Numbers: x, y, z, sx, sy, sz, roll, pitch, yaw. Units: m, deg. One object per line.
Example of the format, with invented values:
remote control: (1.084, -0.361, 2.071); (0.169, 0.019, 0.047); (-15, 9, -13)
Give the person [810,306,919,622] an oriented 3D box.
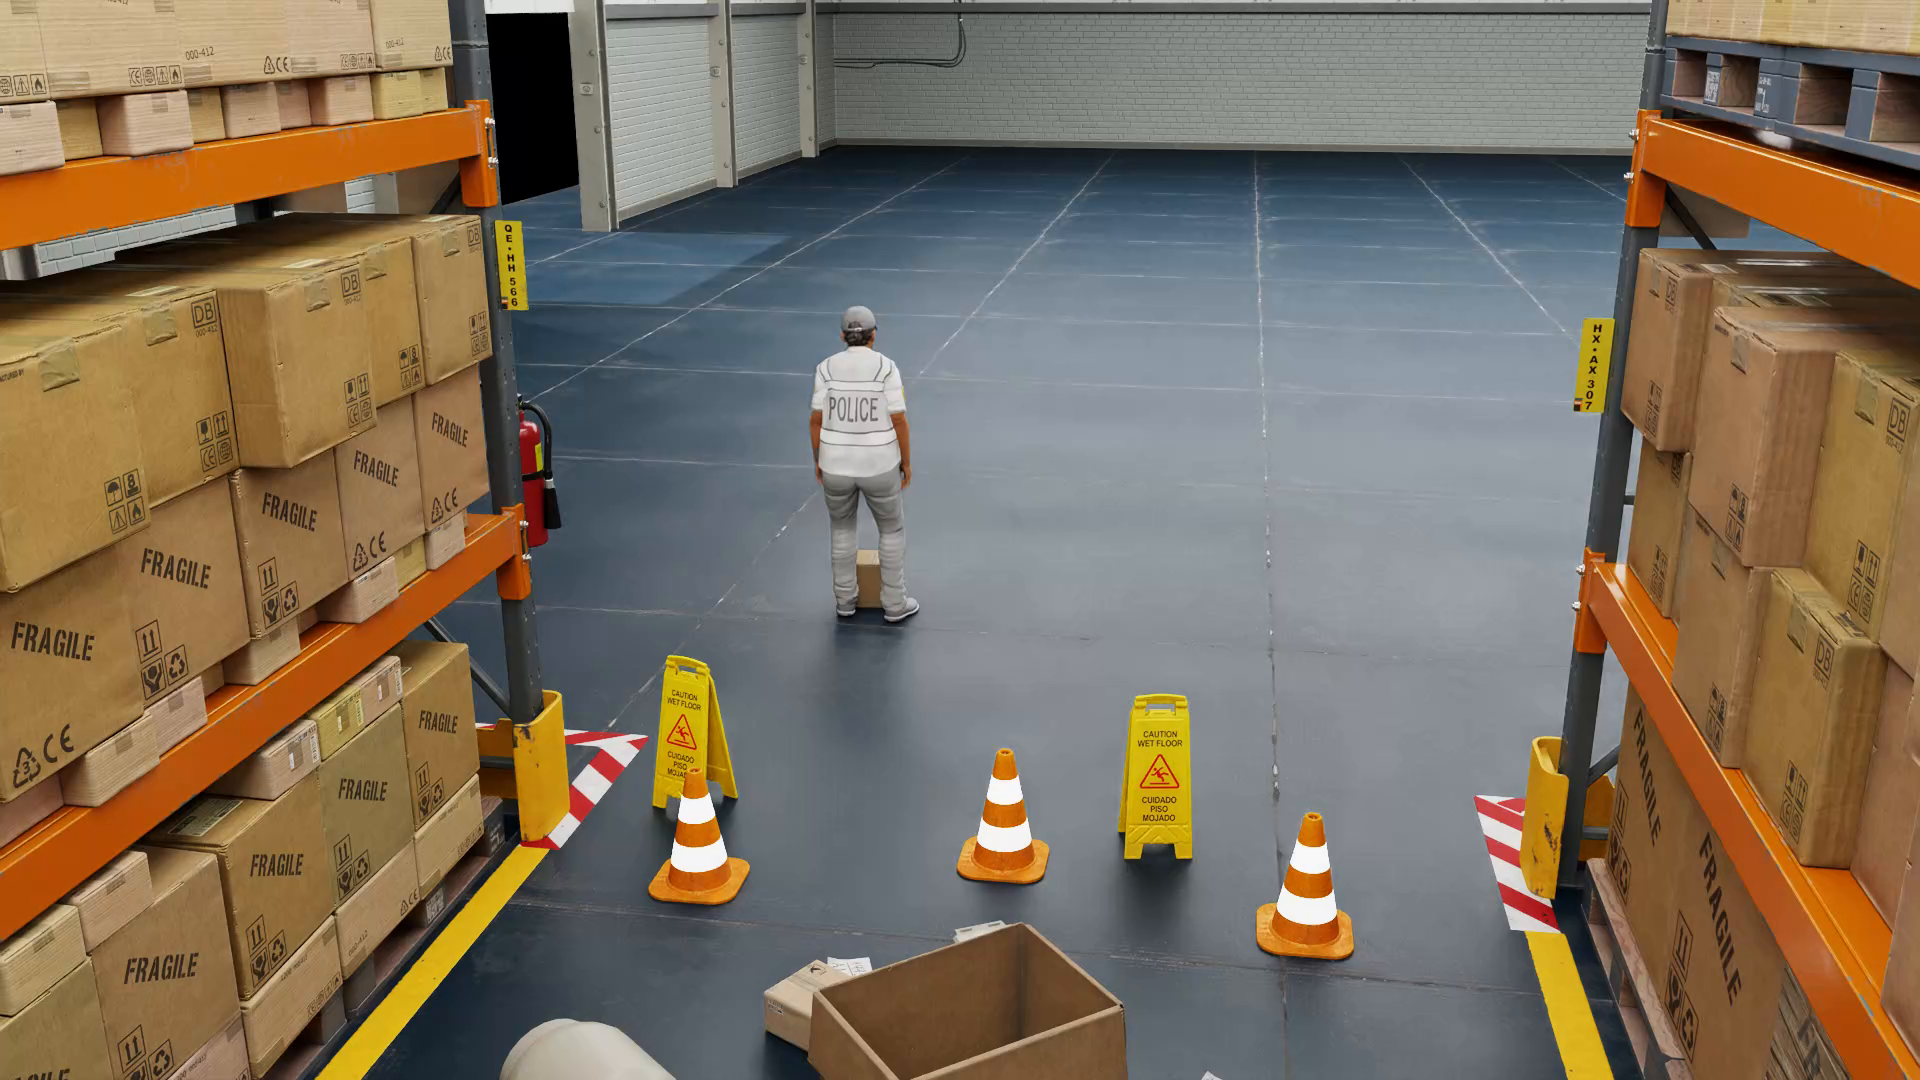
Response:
person: (-0.506, -0.393, 8.751); (0.542, 1.666, 0.469); (3, 18, 9)
